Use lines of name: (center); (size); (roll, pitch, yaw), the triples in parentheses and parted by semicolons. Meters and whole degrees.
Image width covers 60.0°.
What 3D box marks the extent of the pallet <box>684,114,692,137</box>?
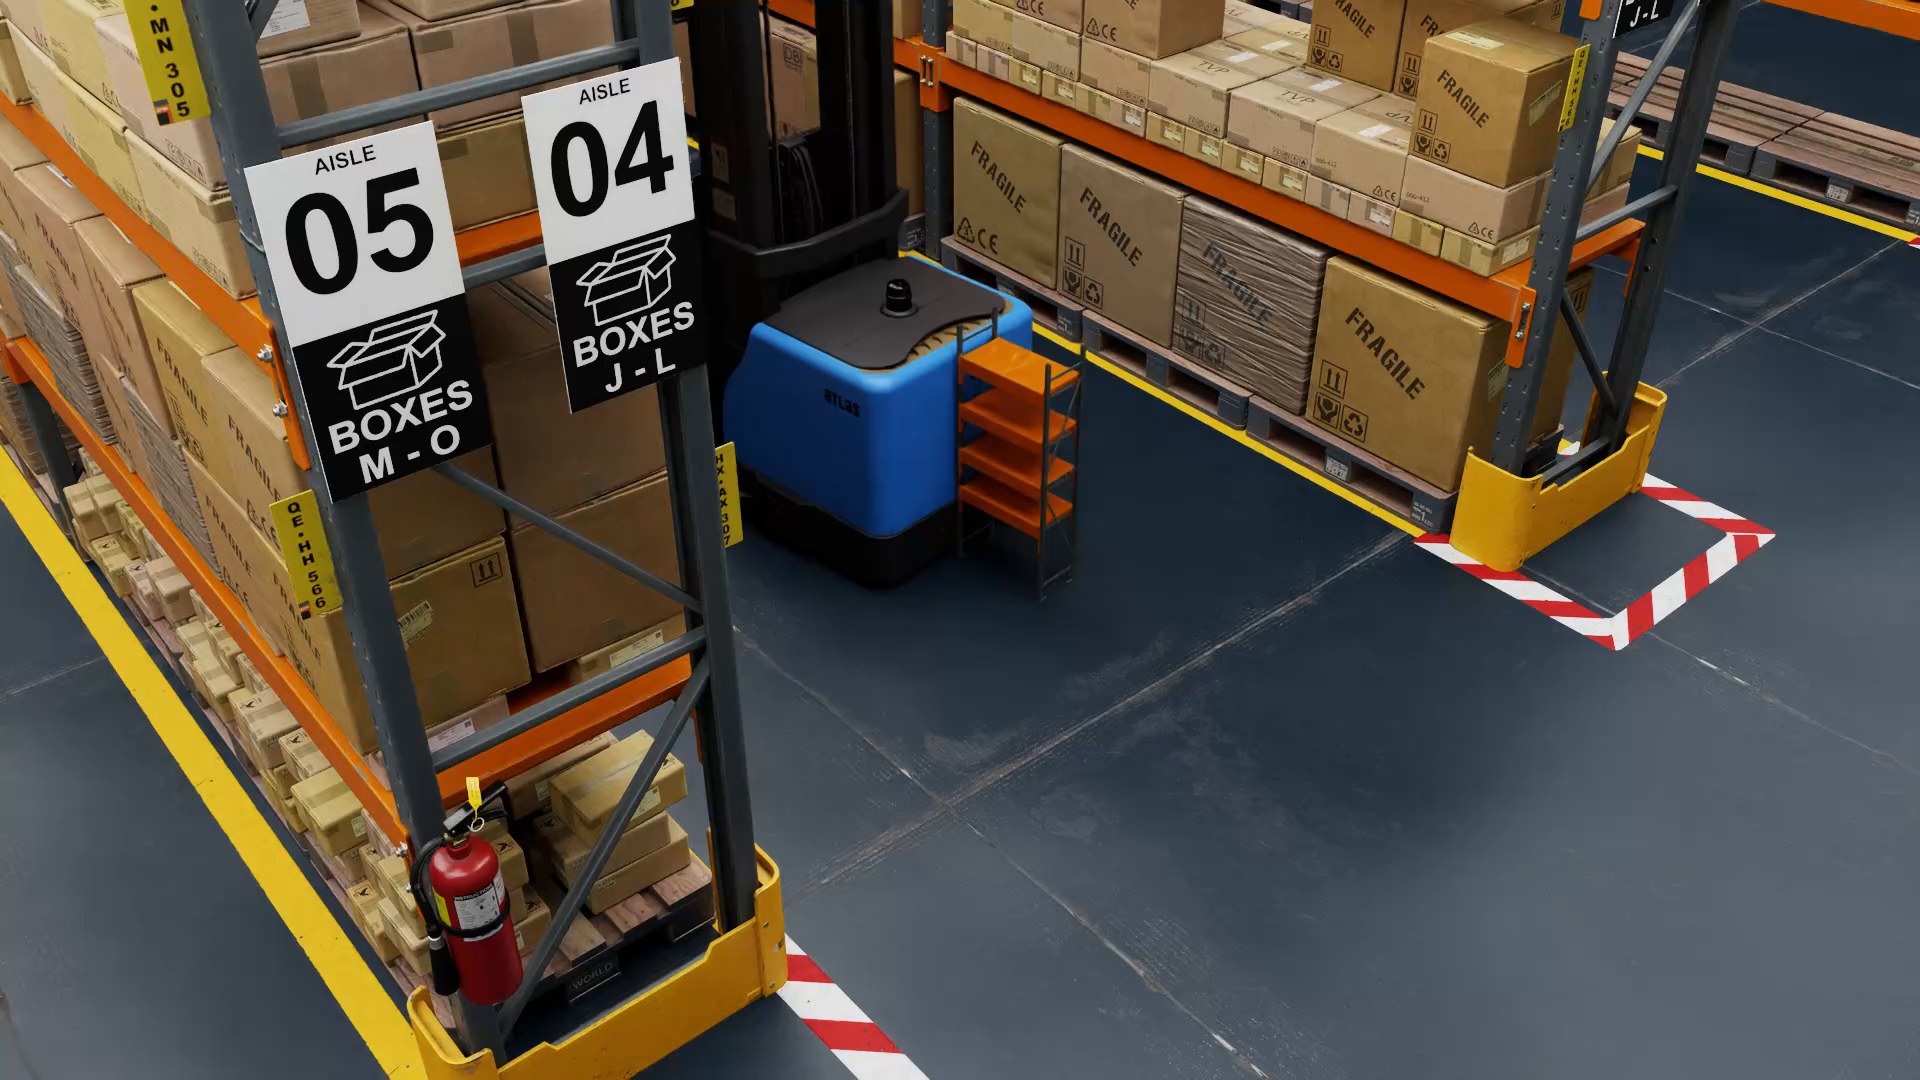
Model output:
pallet: (-1.922, -3.382, 12.343); (1.003, 0.211, 1.213); (-26, 43, -32)

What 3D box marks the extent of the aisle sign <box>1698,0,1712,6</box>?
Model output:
aisle sign: (3.065, -2.506, 6.443); (0.394, 0.787, 0.004); (-26, 43, -32)

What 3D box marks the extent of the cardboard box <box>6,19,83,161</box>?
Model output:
cardboard box: (-2.205, -1.271, 4.483); (0.500, 0.250, 0.500); (-24, 42, -30)

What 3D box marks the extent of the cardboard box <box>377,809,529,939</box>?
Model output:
cardboard box: (-1.600, 1.051, 5.260); (0.380, 0.149, 0.250); (-25, 43, -31)

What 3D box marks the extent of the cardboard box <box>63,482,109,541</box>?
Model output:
cardboard box: (-3.657, -0.175, 7.248); (0.380, 0.149, 0.250); (-24, 42, -30)

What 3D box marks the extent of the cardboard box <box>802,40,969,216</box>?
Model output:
cardboard box: (-0.221, -2.710, 10.456); (1.225, 0.875, 0.875); (-26, 43, -32)

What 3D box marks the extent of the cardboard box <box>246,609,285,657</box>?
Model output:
cardboard box: (-1.979, 0.172, 5.129); (0.380, 0.149, 0.250); (-25, 42, -31)

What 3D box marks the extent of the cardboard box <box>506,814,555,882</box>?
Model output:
cardboard box: (-1.390, 0.997, 5.850); (0.380, 0.149, 0.250); (-26, 43, -32)

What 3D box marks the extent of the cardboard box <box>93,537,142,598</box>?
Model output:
cardboard box: (-3.485, 0.065, 7.166); (0.380, 0.149, 0.250); (-25, 42, -31)

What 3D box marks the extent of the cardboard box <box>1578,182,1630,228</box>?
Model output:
cardboard box: (2.812, -1.542, 7.549); (0.380, 0.149, 0.250); (-25, 43, -31)

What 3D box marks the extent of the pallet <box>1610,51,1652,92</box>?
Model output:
pallet: (4.495, -3.530, 12.551); (1.003, 0.211, 1.213); (-26, 43, -32)

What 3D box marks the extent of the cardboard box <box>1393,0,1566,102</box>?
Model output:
cardboard box: (2.363, -2.264, 7.575); (0.500, 0.500, 0.500); (-27, 43, -33)

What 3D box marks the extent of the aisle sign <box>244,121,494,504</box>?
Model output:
aisle sign: (-1.247, -0.476, 3.577); (0.394, 0.787, 0.004); (-26, 43, -32)

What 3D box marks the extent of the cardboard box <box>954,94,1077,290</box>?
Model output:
cardboard box: (0.572, -2.114, 9.614); (0.875, 0.875, 0.875); (-26, 43, -32)

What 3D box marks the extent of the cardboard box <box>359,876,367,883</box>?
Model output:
cardboard box: (-1.912, 1.054, 5.770); (0.380, 0.149, 0.250); (-26, 43, -32)

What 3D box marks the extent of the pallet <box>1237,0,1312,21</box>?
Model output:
pallet: (2.734, -4.735, 14.253); (1.003, 0.211, 1.213); (-26, 43, -32)

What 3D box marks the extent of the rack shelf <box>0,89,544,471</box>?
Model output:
rack shelf: (-2.356, -1.373, 5.120); (1.077, 0.370, 4.000); (-26, 43, -32)

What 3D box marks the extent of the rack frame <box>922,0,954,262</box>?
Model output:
rack frame: (0.208, -3.131, 9.575); (1.000, 3.000, 0.127); (-26, 43, -32)

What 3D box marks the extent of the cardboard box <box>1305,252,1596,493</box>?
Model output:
cardboard box: (2.315, -0.922, 7.931); (0.875, 0.875, 0.875); (-26, 43, -32)

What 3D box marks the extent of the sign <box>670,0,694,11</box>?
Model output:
sign: (-0.651, -1.343, 3.699); (0.100, 0.325, 0.005); (-26, 43, -32)

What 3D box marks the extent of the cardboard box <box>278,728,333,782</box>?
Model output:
cardboard box: (-2.102, 0.713, 5.736); (0.380, 0.149, 0.250); (-28, 44, -33)

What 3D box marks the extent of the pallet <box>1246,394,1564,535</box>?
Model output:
pallet: (2.213, -0.550, 8.345); (1.003, 0.211, 1.213); (-26, 43, -32)

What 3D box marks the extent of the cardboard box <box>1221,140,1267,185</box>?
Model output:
cardboard box: (1.480, -1.861, 8.000); (0.380, 0.149, 0.250); (-26, 43, -32)

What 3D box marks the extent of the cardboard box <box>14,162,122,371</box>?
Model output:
cardboard box: (-2.564, -0.921, 5.246); (0.500, 0.500, 0.500); (-28, 44, -33)

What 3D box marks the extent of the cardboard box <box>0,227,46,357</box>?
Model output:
cardboard box: (-3.195, -0.959, 6.165); (0.500, 0.500, 0.500); (-26, 43, -32)

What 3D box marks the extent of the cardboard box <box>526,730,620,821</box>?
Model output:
cardboard box: (-1.341, 0.842, 5.811); (0.380, 0.149, 0.250); (-26, 43, -32)

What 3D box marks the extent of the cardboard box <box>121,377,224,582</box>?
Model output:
cardboard box: (-2.215, -0.273, 5.197); (0.500, 0.500, 0.500); (-26, 43, -32)

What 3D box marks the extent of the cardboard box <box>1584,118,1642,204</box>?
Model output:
cardboard box: (2.685, -1.737, 7.480); (0.500, 0.250, 0.500); (-27, 43, -33)

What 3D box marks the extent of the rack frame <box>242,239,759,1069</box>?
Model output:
rack frame: (-1.065, 0.441, 4.532); (1.000, 3.000, 0.127); (-26, 43, -32)

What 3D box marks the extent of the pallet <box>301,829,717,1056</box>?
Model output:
pallet: (-1.611, 1.173, 5.911); (1.003, 0.211, 1.213); (-26, 43, -32)

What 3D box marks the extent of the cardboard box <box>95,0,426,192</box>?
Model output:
cardboard box: (-1.557, -1.035, 3.717); (0.500, 0.250, 0.500); (-27, 44, -33)

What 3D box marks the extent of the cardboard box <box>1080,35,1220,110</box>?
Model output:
cardboard box: (0.967, -2.438, 8.469); (0.500, 0.250, 0.500); (-25, 42, -31)

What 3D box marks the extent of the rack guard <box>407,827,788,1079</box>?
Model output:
rack guard: (-1.114, 1.427, 5.302); (1.175, 0.500, 0.348); (-26, 43, -32)

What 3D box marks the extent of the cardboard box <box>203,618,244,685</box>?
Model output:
cardboard box: (-2.593, 0.353, 6.245); (0.380, 0.149, 0.250); (-26, 43, -32)

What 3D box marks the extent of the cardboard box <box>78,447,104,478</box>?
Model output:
cardboard box: (-3.582, -0.347, 7.233); (0.380, 0.149, 0.250); (-24, 42, -30)

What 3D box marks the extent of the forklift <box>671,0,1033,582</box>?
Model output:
forklift: (-1.079, -1.744, 7.677); (3.031, 2.935, 1.130); (28, 44, 34)

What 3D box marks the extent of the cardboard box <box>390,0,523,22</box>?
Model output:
cardboard box: (-1.100, -1.317, 3.771); (0.380, 0.149, 0.250); (-26, 43, -32)

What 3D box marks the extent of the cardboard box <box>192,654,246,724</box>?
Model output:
cardboard box: (-2.655, 0.501, 6.293); (0.380, 0.149, 0.250); (-26, 43, -31)

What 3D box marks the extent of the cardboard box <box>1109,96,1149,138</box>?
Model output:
cardboard box: (0.981, -2.201, 8.480); (0.380, 0.149, 0.250); (-25, 43, -31)

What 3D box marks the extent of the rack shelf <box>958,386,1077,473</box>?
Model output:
rack shelf: (0.252, -0.487, 7.129); (0.480, 0.148, 0.258); (29, 44, 34)

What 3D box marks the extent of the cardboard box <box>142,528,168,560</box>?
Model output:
cardboard box: (-3.063, -0.003, 6.748); (0.380, 0.149, 0.250); (-27, 43, -33)

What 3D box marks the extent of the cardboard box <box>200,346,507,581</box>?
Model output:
cardboard box: (-1.550, -0.239, 4.283); (0.500, 0.500, 0.500); (-27, 43, -33)

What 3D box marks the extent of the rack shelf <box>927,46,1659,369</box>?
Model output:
rack shelf: (1.498, -1.954, 8.536); (1.077, 0.370, 4.000); (-26, 43, -32)

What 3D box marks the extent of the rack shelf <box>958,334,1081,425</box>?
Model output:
rack shelf: (0.252, -0.680, 6.992); (0.480, 0.148, 0.258); (29, 44, 34)

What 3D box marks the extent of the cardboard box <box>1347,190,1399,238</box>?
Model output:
cardboard box: (1.977, -1.522, 7.522); (0.380, 0.149, 0.250); (-26, 43, -32)

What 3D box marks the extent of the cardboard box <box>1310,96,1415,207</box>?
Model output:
cardboard box: (1.947, -1.764, 7.518); (0.500, 0.250, 0.500); (-27, 43, -33)

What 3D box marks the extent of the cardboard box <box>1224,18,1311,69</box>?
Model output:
cardboard box: (1.683, -2.416, 8.438); (0.500, 0.250, 0.500); (-27, 43, -33)

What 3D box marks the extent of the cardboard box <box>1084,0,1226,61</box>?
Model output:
cardboard box: (0.973, -2.742, 8.249); (0.500, 0.500, 0.500); (-28, 44, -33)

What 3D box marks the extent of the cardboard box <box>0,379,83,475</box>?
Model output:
cardboard box: (-4.317, -0.709, 7.956); (0.500, 0.500, 0.500); (-27, 43, -33)

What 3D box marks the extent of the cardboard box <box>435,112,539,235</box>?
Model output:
cardboard box: (-1.160, -1.016, 4.123); (0.500, 0.250, 0.500); (-24, 42, -30)

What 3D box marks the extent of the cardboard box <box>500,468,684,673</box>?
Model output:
cardboard box: (-1.144, -0.023, 4.843); (0.500, 0.500, 0.500); (-24, 42, -30)

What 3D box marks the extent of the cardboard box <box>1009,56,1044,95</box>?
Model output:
cardboard box: (0.485, -2.541, 8.960); (0.380, 0.149, 0.250); (-25, 42, -30)

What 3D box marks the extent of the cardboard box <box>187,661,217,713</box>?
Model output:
cardboard box: (-2.789, 0.505, 6.545); (0.380, 0.149, 0.250); (-27, 44, -33)

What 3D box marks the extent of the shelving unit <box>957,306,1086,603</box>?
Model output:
shelving unit: (0.252, -0.359, 7.219); (0.503, 1.200, 0.258); (29, 44, 34)

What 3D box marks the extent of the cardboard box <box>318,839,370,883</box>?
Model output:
cardboard box: (-1.960, 0.956, 5.651); (0.380, 0.149, 0.250); (-28, 44, -33)
